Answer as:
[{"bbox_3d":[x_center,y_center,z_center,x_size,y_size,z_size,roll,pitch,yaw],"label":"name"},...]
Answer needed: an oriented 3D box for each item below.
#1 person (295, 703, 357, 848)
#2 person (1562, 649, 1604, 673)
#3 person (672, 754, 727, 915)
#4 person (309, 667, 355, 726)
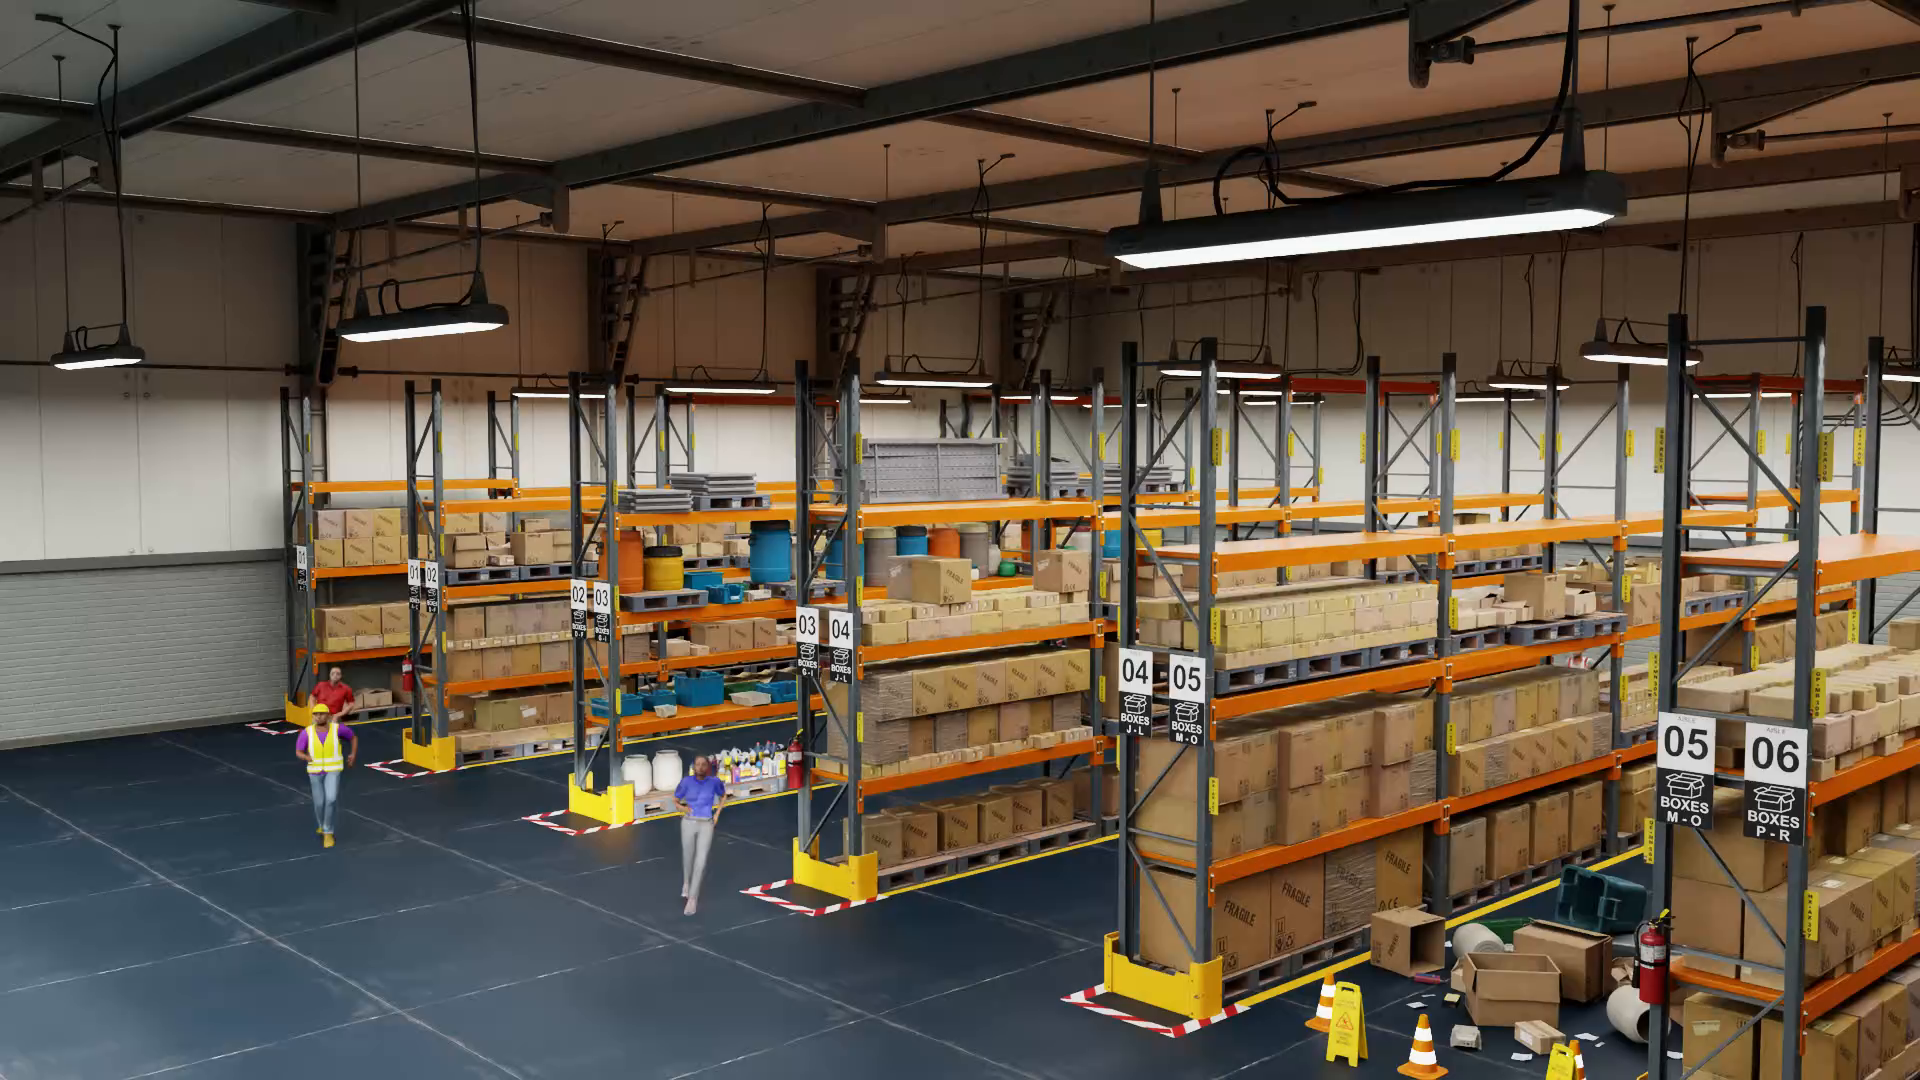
[{"bbox_3d":[-8.028,2.960,21.046,0.707,1.802,0.757,-1,4,-12],"label":"person"},{"bbox_3d":[10.183,2.538,27.382,0.691,1.736,0.517,3,5,41],"label":"person"},{"bbox_3d":[-2.855,3.168,18.202,0.586,1.677,0.825,0,4,-3],"label":"person"},{"bbox_3d":[-9.574,2.769,25.271,0.734,1.578,0.611,-1,4,-11],"label":"person"}]
